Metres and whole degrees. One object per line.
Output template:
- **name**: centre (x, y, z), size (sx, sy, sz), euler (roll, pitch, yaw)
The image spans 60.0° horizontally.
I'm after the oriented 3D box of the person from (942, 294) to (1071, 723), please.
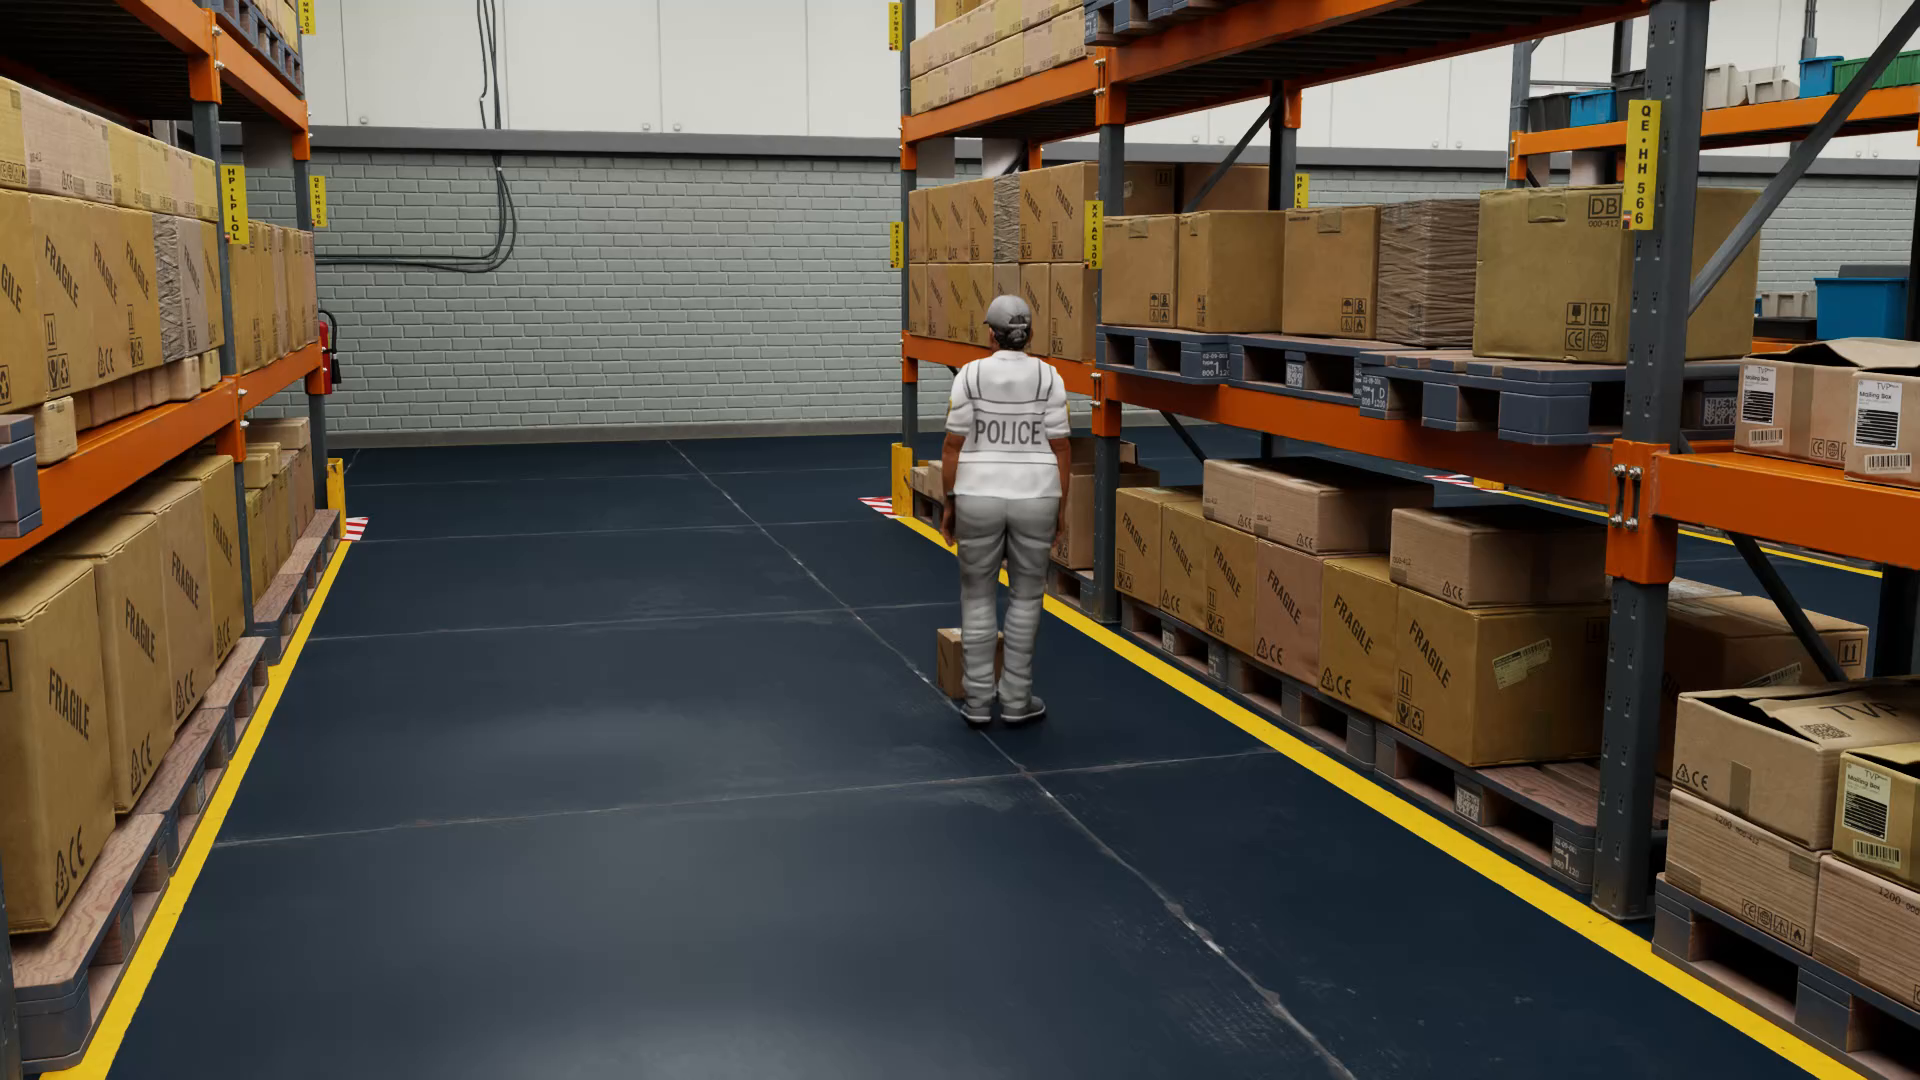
- **person**: centre (0.179, -0.114, 6.489), size (0.503, 1.670, 0.399), euler (0, 9, 0)
